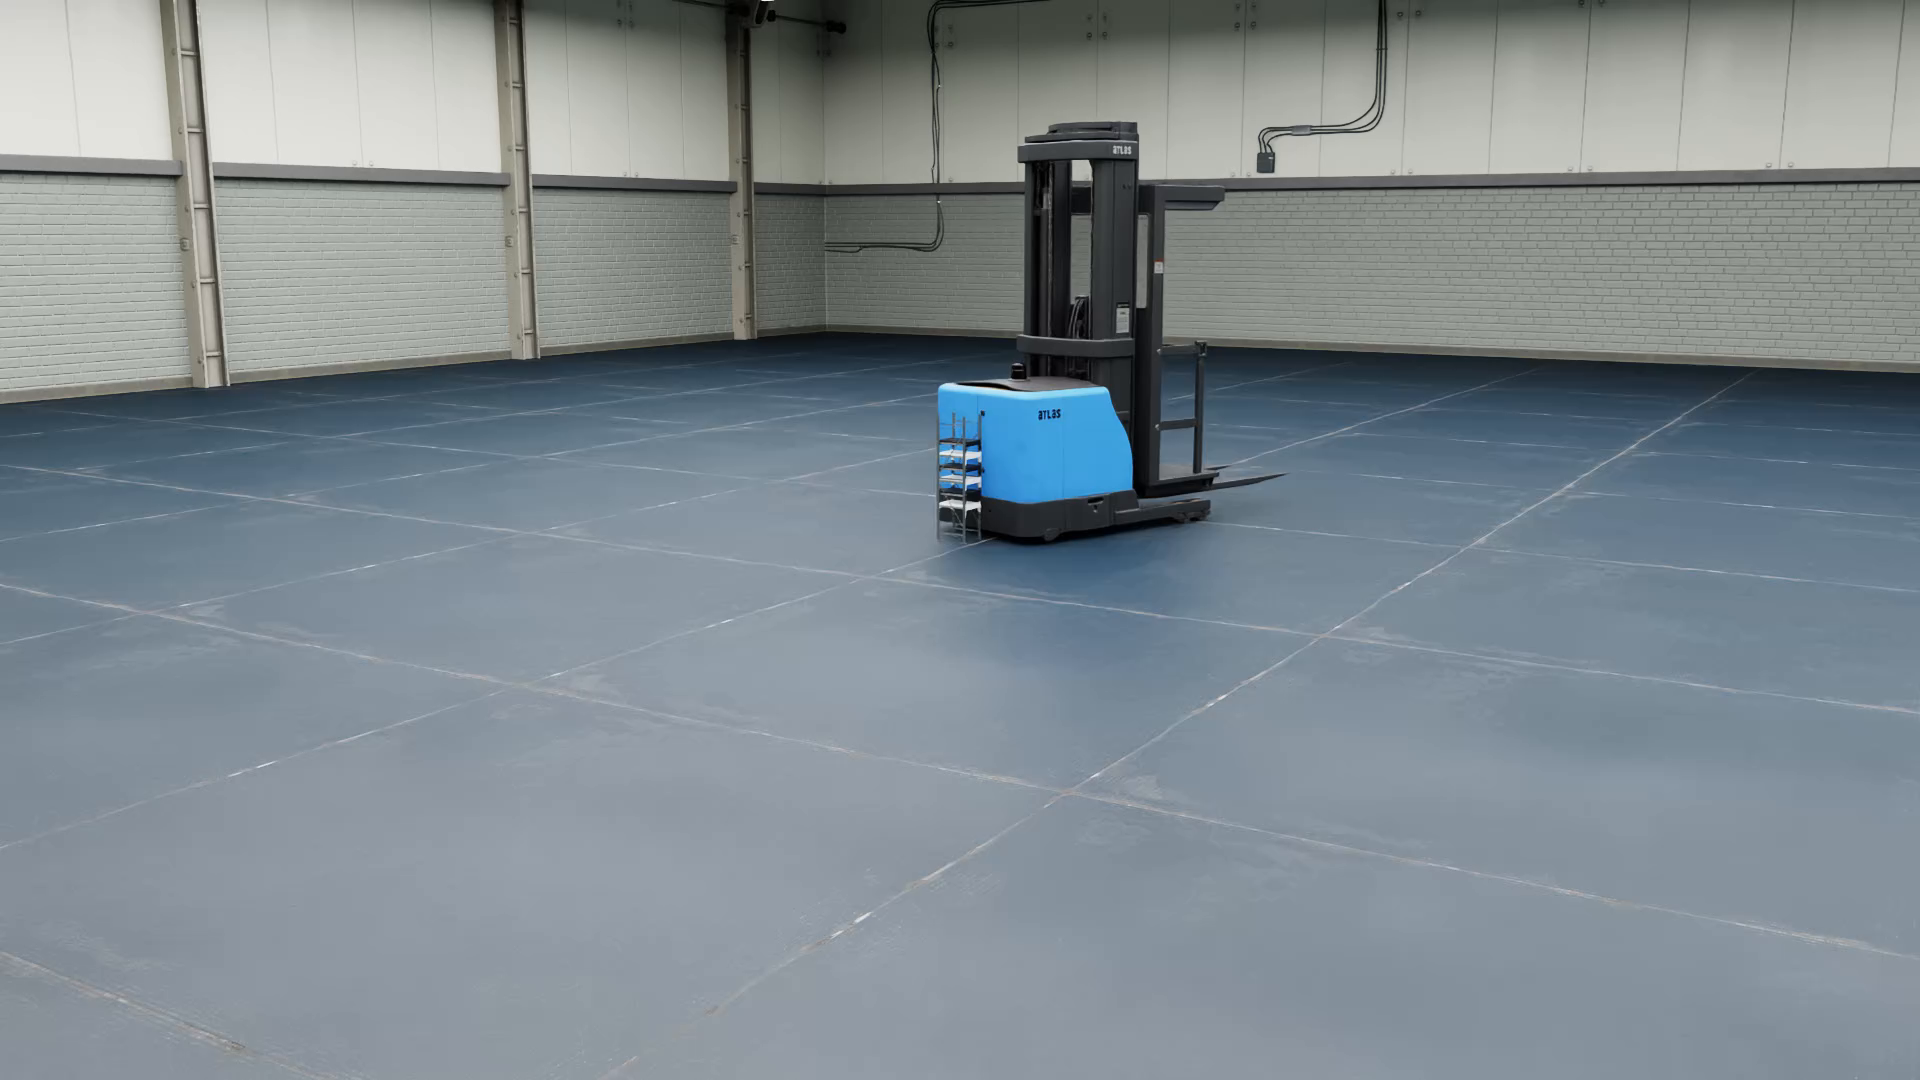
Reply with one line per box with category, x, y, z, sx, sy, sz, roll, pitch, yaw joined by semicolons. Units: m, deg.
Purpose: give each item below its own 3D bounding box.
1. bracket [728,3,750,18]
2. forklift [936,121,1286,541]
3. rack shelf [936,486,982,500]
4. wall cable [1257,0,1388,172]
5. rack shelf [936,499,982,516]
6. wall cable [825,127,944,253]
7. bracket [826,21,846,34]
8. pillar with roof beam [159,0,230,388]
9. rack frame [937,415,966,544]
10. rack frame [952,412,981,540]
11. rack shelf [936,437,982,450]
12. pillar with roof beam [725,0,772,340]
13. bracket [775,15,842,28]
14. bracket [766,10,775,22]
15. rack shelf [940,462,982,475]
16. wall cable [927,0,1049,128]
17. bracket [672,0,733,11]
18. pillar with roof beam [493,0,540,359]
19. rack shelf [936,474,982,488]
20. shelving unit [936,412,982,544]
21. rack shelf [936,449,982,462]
bracket;-4.242;-10.149;31.846;0.235;0.232;0.430;6;12;31
forklift;1.281;-1.631;12.616;3.031;2.935;1.130;-9;14;-39
rack shelf;-0.007;-0.320;11.800;0.258;0.077;0.200;7;13;32
wall cable;6.435;-9.579;29.336;2.305;6.003;0.169;6;12;31
rack shelf;-0.007;-0.231;11.816;0.258;0.077;0.200;7;13;32
wall cable;-1.671;-7.290;34.793;3.097;2.526;0.112;6;12;31
bracket;-2.581;-10.653;34.534;0.235;0.232;0.430;6;12;31
pillar with roof beam;-6.881;-6.181;20.429;9.100;9.000;0.400;6;12;31
rack frame;-0.063;-0.425;11.693;0.240;0.900;0.006;7;13;32
rack frame;0.048;-0.456;11.861;0.240;0.900;0.006;7;13;32
rack shelf;-0.007;-0.673;11.733;0.258;0.077;0.200;7;13;32
pillar with roof beam;-0.651;-8.068;30.510;9.100;9.000;0.548;6;12;31
bracket;-2.888;-10.560;34.038;0.076;0.066;3.189;6;12;31
bracket;-3.811;-10.280;32.544;0.235;0.232;0.430;6;12;31
rack shelf;-0.007;-0.496;11.766;0.258;0.077;0.200;7;13;32
wall cable;0.641;-9.514;32.948;3.097;2.526;0.112;6;12;31
bracket;-5.580;-9.744;29.682;0.076;0.066;4.783;6;12;31
pillar with roof beam;-3.766;-7.124;25.470;9.100;9.000;0.400;6;12;31
rack shelf;-0.007;-0.408;11.783;0.258;0.077;0.200;7;13;32
shelving unit;-0.007;-0.441;11.777;0.258;0.900;0.210;7;13;32
rack shelf;-0.007;-0.585;11.750;0.258;0.077;0.200;7;13;32
